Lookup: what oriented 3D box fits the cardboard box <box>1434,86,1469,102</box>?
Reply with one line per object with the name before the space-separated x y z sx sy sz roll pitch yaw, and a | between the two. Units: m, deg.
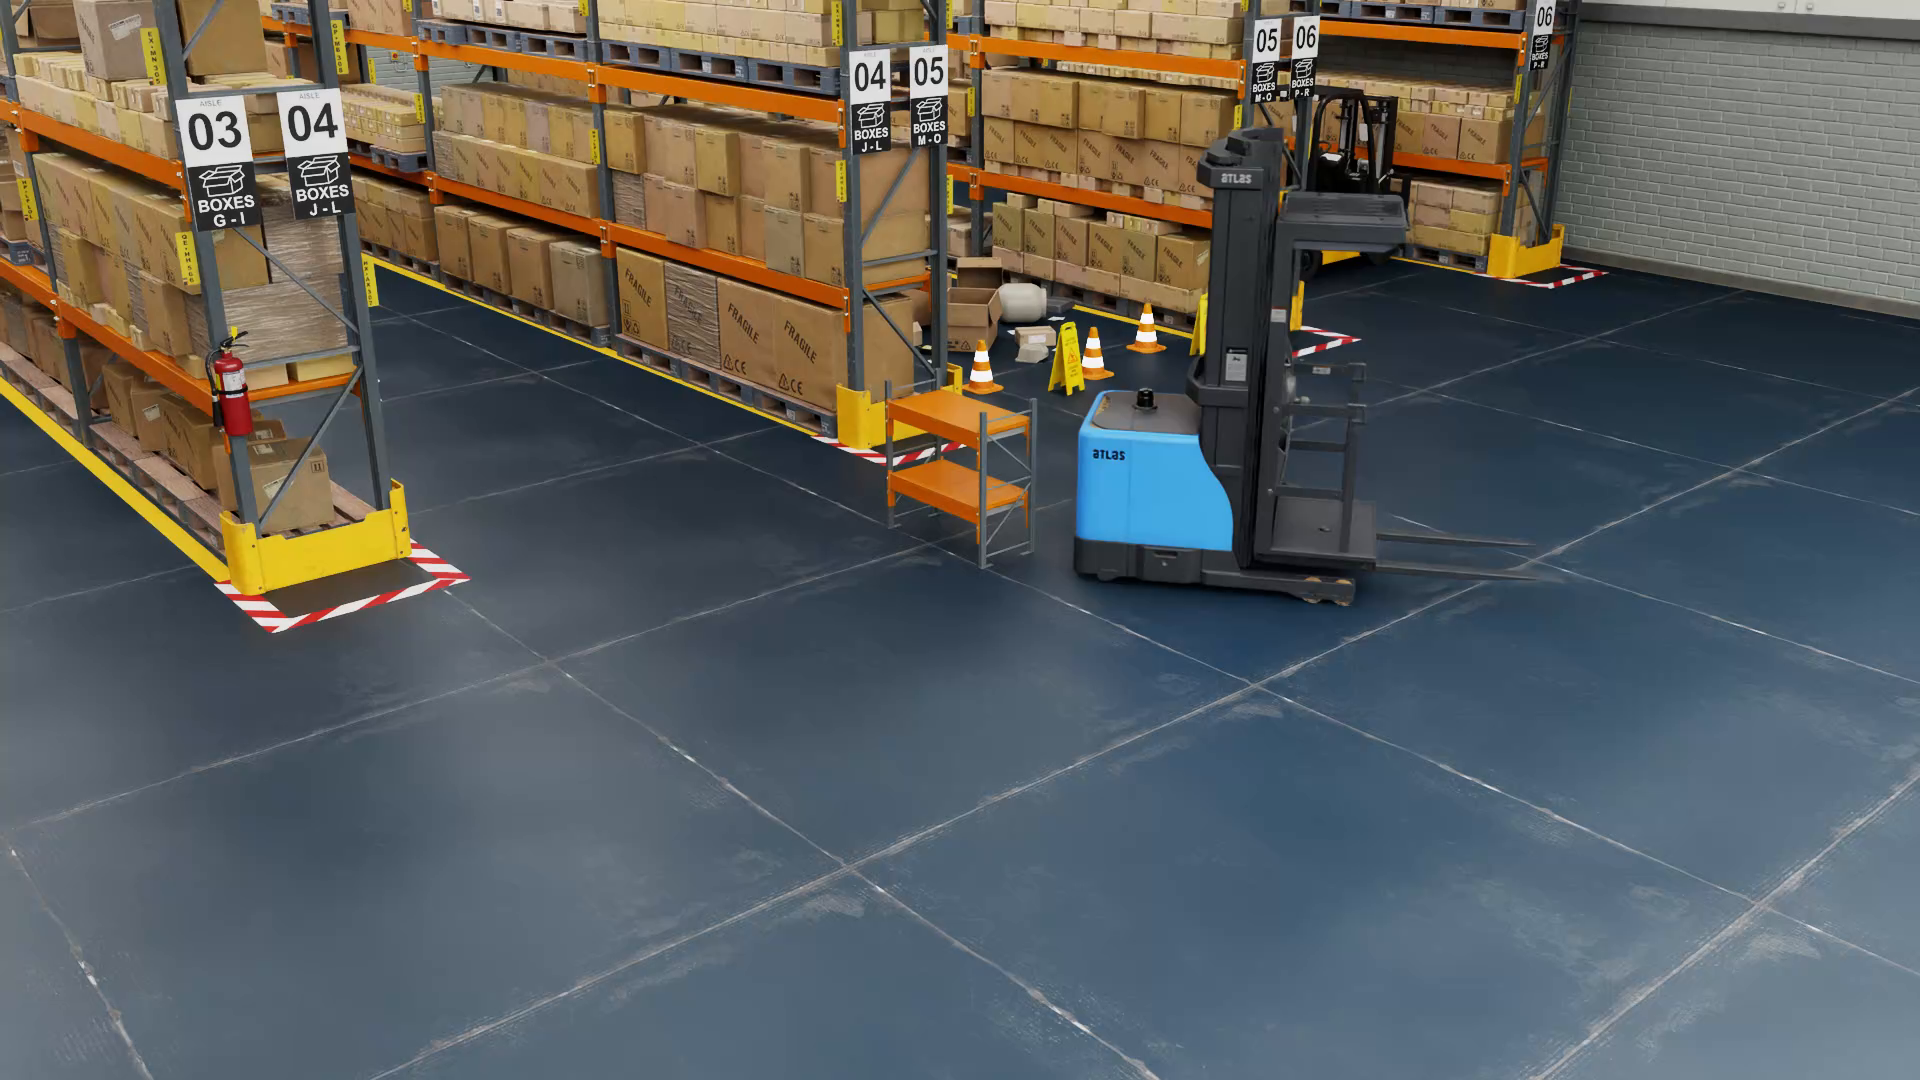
cardboard box | 6.042 -5.473 20.410 0.380 0.149 0.250 -17 27 -37

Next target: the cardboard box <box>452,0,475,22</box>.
cardboard box | -5.113 -5.724 17.864 0.500 0.250 0.500 -17 27 -36

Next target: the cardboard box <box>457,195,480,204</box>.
cardboard box | -6.013 -4.174 20.352 0.500 0.250 0.500 -19 28 -40

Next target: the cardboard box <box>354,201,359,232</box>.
cardboard box | -7.729 -4.269 21.623 0.500 0.500 0.500 -16 26 -35

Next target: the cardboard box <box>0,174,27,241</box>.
cardboard box | -8.160 -2.988 14.783 0.797 0.503 0.637 -14 26 -32

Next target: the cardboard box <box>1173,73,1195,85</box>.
cardboard box | 3.218 -6.495 23.427 0.380 0.149 0.250 -18 28 -39

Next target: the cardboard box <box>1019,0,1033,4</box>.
cardboard box | 0.865 -5.993 18.310 0.380 0.149 0.250 -19 28 -39

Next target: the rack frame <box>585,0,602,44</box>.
rack frame | -3.135 -6.234 15.561 1.000 3.000 0.127 -17 27 -37

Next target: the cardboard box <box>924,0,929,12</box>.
cardboard box | -0.268 -6.437 19.822 0.500 0.250 0.500 -17 27 -37

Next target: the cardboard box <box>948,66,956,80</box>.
cardboard box | -0.277 -5.819 20.718 0.380 0.149 0.250 -16 26 -35

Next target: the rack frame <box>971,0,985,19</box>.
rack frame | 0.549 -7.440 18.640 1.000 3.000 0.127 -17 27 -37

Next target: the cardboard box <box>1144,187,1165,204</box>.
cardboard box | 2.162 -3.660 17.561 0.380 0.149 0.250 -17 27 -37

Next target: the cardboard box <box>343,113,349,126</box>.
cardboard box | -7.426 -5.218 20.553 0.380 0.149 0.250 -18 28 -38

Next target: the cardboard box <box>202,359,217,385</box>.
cardboard box | -4.853 -1.164 11.188 0.380 0.149 0.250 -17 27 -37

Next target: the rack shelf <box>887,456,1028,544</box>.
rack shelf | -0.004 -0.298 11.873 0.538 0.278 1.000 -17 27 -37

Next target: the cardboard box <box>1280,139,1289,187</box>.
cardboard box | 3.061 -3.923 17.343 0.500 0.500 0.500 -18 28 -38

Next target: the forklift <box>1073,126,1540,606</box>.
forklift | 2.340 -1.148 10.897 3.031 2.935 1.130 5 22 12

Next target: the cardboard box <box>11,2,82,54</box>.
cardboard box | -7.190 -4.081 13.461 0.797 0.503 0.637 -19 28 -40

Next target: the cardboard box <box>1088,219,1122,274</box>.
cardboard box | 1.772 -3.250 18.334 0.500 0.500 0.500 -18 28 -39

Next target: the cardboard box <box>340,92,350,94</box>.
cardboard box | -7.935 -5.571 21.048 0.380 0.149 0.250 -18 28 -38

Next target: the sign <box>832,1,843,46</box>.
sign | -0.944 -3.982 12.819 0.100 0.325 0.005 -17 27 -37

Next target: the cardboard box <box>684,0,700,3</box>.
cardboard box | -2.162 -4.732 14.377 0.380 0.149 0.250 -18 27 -38

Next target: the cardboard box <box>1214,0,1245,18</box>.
cardboard box | 2.716 -5.216 16.325 0.380 0.149 0.250 -17 27 -37

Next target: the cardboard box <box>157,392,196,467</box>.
cardboard box | -5.883 -0.890 12.995 0.500 0.500 0.500 19 29 40

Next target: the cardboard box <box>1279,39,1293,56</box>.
cardboard box | 3.190 -4.990 16.843 0.380 0.149 0.250 -17 27 -37

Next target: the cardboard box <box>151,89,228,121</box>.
cardboard box | -4.765 -2.697 10.304 0.380 0.149 0.250 -17 27 -37

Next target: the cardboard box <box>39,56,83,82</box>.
cardboard box | -6.593 -3.499 12.351 0.380 0.149 0.250 -17 27 -37

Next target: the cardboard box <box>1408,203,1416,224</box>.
cardboard box | 5.691 -4.211 21.131 0.500 0.250 0.500 -18 28 -39

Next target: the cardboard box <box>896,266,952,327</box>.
cardboard box | -0.521 -2.581 17.698 0.797 0.637 0.503 -17 27 -37

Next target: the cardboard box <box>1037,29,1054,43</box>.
cardboard box | 1.074 -5.575 18.337 0.380 0.149 0.250 -16 27 -36

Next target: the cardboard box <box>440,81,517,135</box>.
cardboard box | -5.461 -4.931 18.953 0.700 0.500 0.500 -18 27 -38

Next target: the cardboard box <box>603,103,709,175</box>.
cardboard box | -2.920 -3.903 16.149 0.875 0.550 0.550 -17 27 -37

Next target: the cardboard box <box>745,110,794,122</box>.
cardboard box | -2.589 -5.760 22.782 0.500 0.250 0.500 -19 28 -39

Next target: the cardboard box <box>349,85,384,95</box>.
cardboard box | -7.771 -5.868 21.805 0.380 0.149 0.250 -18 28 -39

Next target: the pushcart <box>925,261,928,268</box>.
pushcart | -1.146 -2.869 18.792 0.936 0.377 1.648 12 24 27

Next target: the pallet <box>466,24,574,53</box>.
pallet | -4.553 -5.381 17.755 1.003 0.211 1.213 -16 26 -35

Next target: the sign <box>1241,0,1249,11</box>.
sign | 2.726 -5.224 15.881 0.100 0.325 0.005 -17 27 -37

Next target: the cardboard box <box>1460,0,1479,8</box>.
cardboard box | 6.147 -6.403 19.736 0.380 0.149 0.250 -18 28 -39

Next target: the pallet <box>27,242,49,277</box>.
pallet | -7.347 -2.444 14.374 1.003 0.211 1.213 -17 27 -37

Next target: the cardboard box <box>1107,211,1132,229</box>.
cardboard box | 1.817 -3.496 18.074 0.380 0.149 0.250 -16 27 -35

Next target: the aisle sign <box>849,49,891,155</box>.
aisle sign | -0.705 -3.455 13.127 0.394 0.787 0.004 -17 27 -37

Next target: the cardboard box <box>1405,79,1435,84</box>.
cardboard box | 5.873 -5.789 21.217 0.380 0.149 0.250 -17 27 -37

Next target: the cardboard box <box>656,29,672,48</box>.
cardboard box | -2.489 -4.500 14.879 0.380 0.149 0.250 -18 28 -38

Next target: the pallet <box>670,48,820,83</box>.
pallet | -1.817 -4.230 14.680 1.003 0.211 1.213 -17 27 -37

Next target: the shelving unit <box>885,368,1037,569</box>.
shelving unit | -0.004 -0.526 11.784 0.538 1.125 1.048 -17 27 -37

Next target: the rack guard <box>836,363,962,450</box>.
rack guard | -0.508 -1.165 14.272 1.175 0.500 0.348 -17 27 -37

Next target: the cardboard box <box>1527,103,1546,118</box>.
cardboard box | 6.893 -5.228 20.193 0.380 0.149 0.250 -18 28 -39

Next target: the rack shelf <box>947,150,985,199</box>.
rack shelf | -0.756 -4.864 21.277 1.077 0.370 4.000 -17 27 -37

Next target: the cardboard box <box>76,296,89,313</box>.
cardboard box | -6.709 -1.905 13.079 0.380 0.149 0.250 -17 27 -37

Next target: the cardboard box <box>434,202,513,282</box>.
cardboard box | -5.417 -3.504 19.326 1.050 0.750 0.750 -18 28 -38

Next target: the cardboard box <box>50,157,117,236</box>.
cardboard box | -6.530 -2.615 12.633 0.500 0.500 0.500 -17 27 -37

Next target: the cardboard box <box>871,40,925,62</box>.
cardboard box | -0.505 -4.028 13.674 0.380 0.149 0.250 -17 27 -37

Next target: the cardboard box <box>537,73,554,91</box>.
cardboard box | -6.518 -7.530 26.958 0.500 0.500 0.500 -18 27 -38

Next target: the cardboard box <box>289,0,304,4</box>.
cardboard box | -8.193 -7.158 21.322 0.700 0.500 0.500 -17 27 -37
